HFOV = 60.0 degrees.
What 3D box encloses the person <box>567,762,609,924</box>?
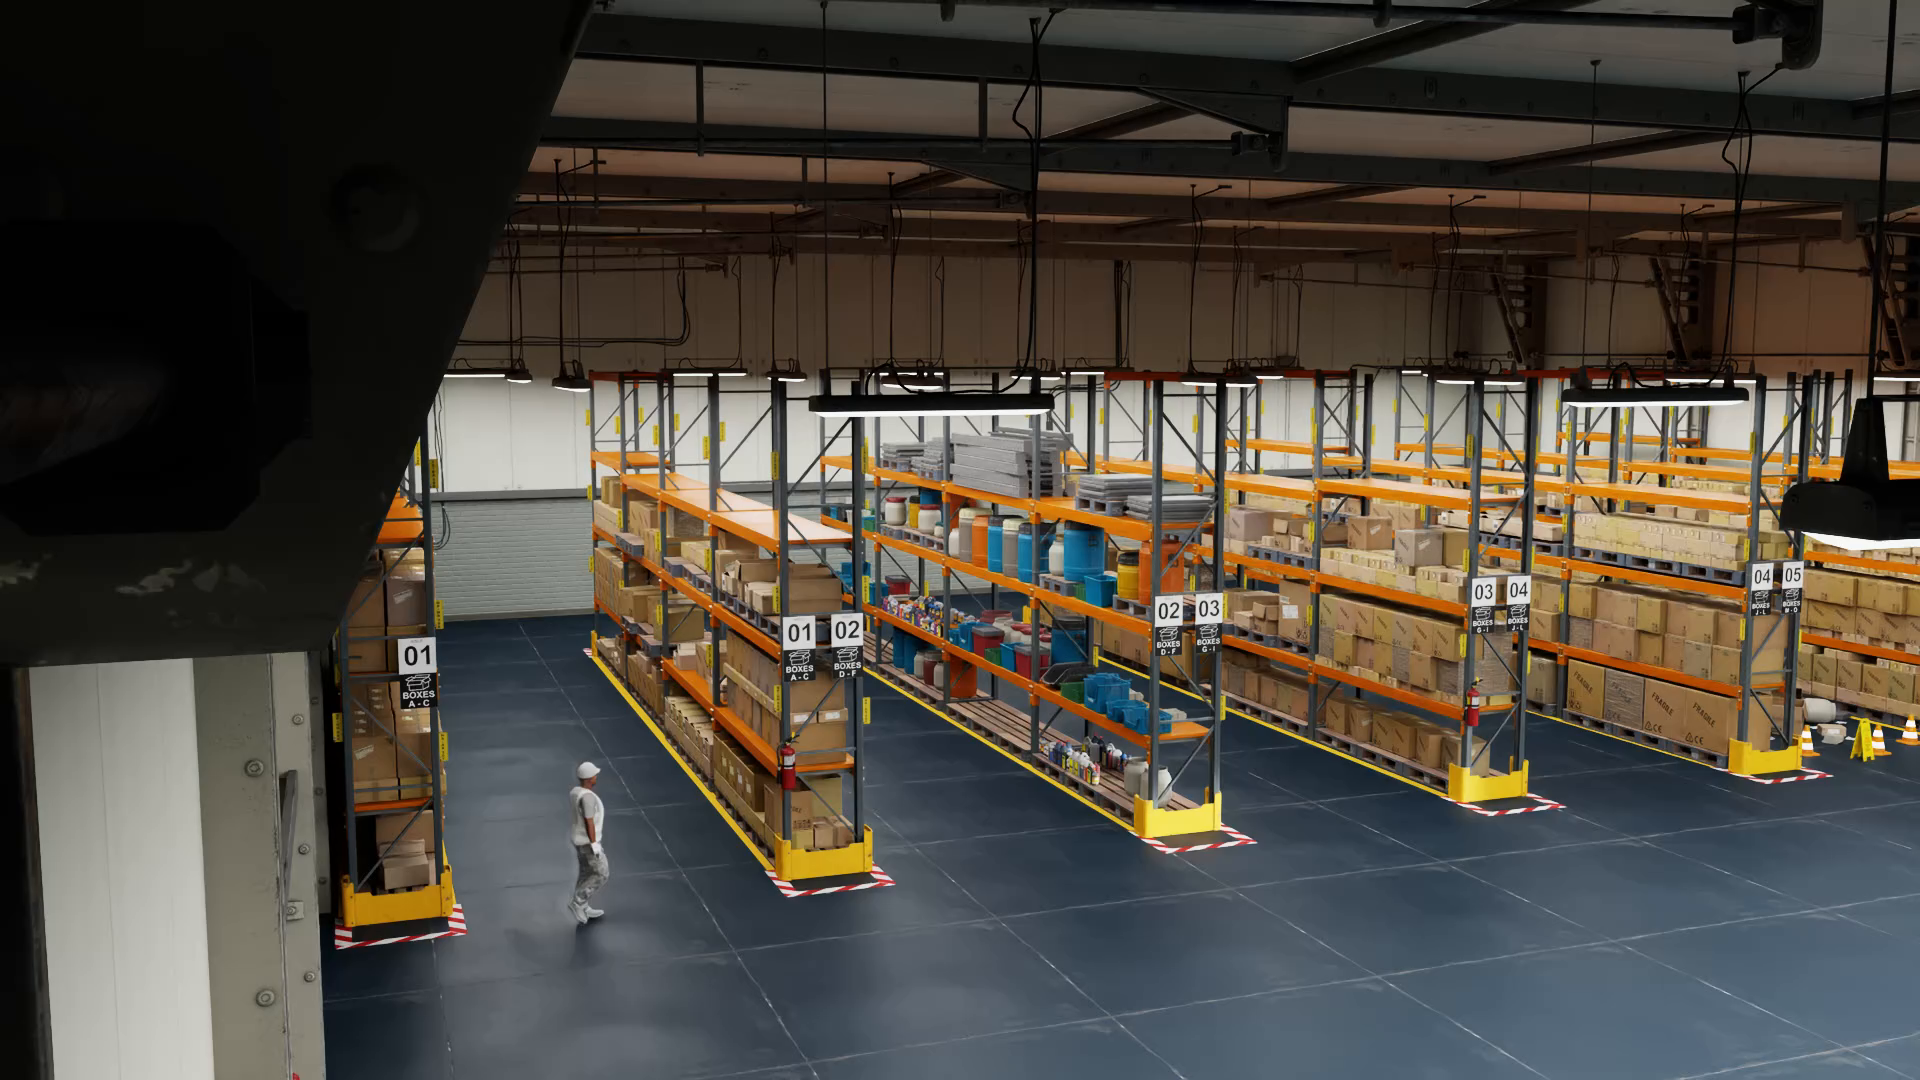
[{"bbox_3d":[-4.172,3.361,18.549,0.455,1.782,0.584,-2,7,-18],"label":"person"}]
